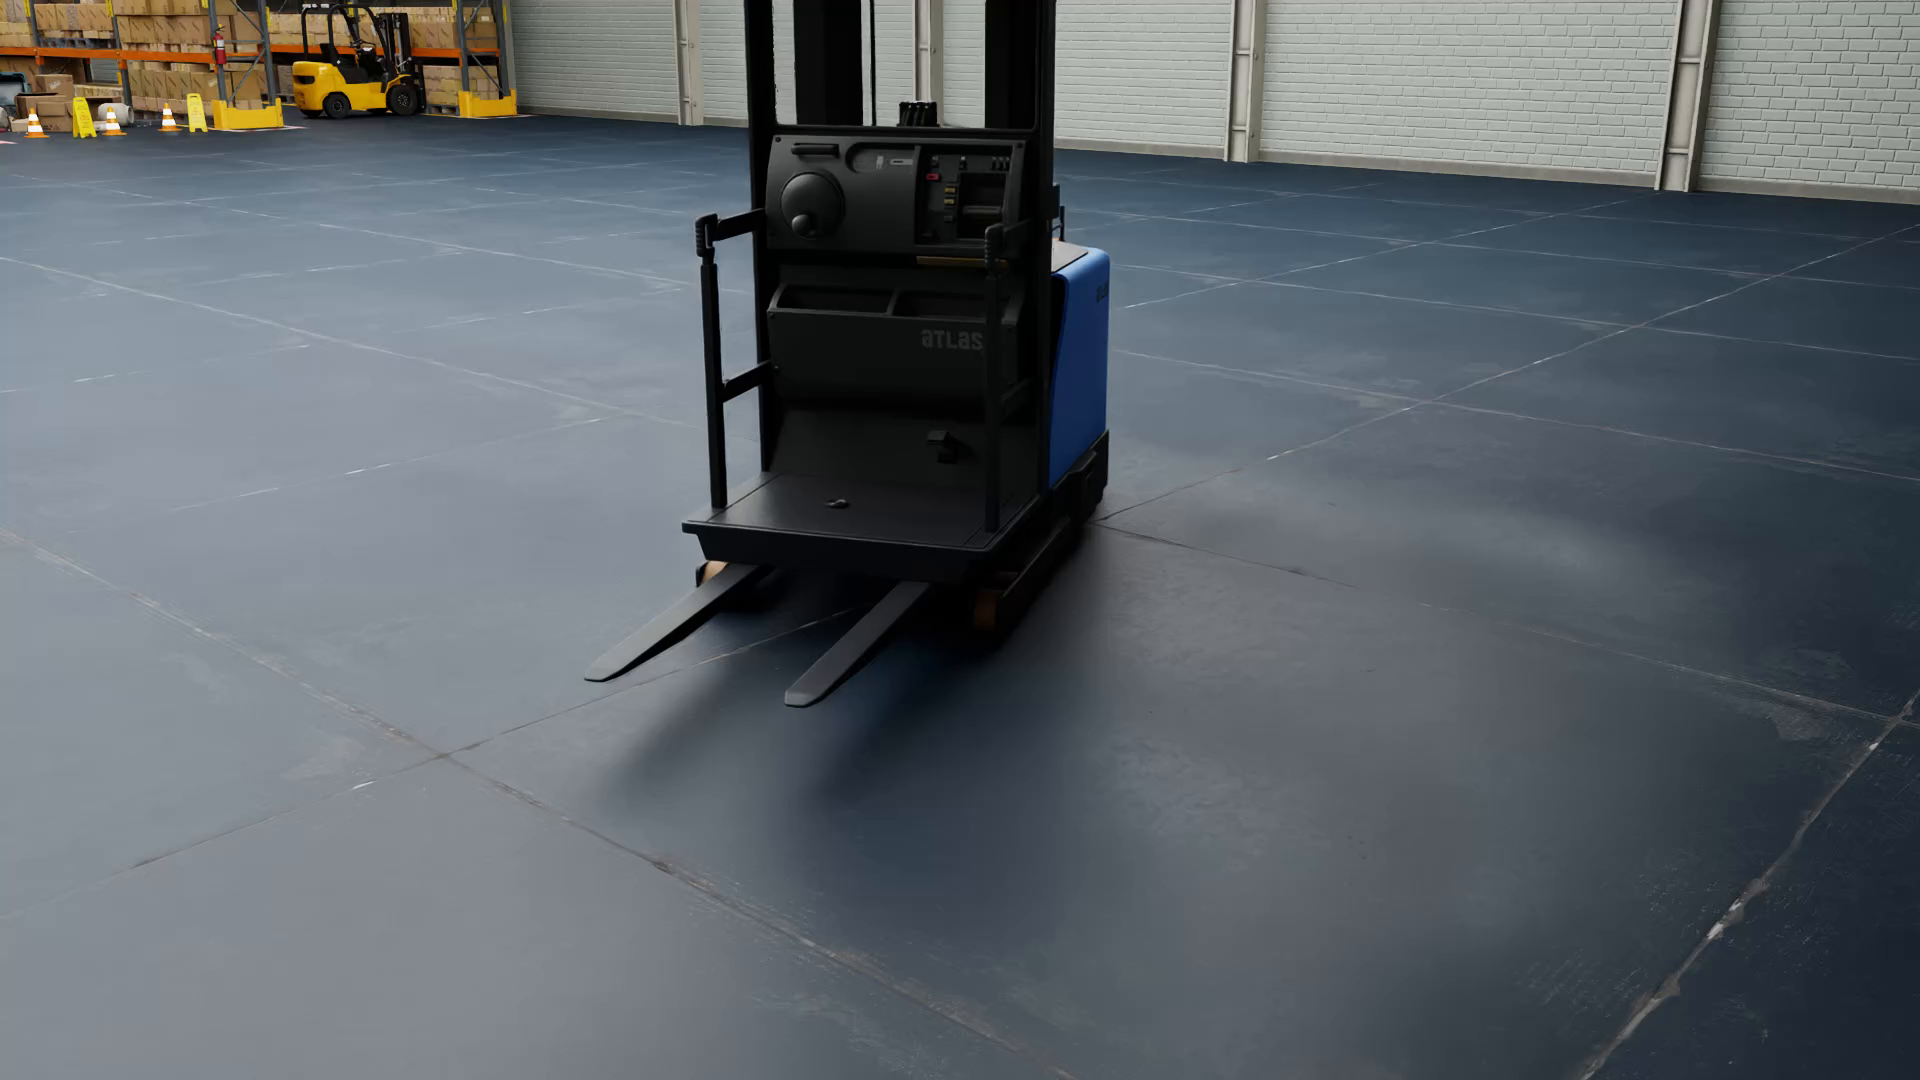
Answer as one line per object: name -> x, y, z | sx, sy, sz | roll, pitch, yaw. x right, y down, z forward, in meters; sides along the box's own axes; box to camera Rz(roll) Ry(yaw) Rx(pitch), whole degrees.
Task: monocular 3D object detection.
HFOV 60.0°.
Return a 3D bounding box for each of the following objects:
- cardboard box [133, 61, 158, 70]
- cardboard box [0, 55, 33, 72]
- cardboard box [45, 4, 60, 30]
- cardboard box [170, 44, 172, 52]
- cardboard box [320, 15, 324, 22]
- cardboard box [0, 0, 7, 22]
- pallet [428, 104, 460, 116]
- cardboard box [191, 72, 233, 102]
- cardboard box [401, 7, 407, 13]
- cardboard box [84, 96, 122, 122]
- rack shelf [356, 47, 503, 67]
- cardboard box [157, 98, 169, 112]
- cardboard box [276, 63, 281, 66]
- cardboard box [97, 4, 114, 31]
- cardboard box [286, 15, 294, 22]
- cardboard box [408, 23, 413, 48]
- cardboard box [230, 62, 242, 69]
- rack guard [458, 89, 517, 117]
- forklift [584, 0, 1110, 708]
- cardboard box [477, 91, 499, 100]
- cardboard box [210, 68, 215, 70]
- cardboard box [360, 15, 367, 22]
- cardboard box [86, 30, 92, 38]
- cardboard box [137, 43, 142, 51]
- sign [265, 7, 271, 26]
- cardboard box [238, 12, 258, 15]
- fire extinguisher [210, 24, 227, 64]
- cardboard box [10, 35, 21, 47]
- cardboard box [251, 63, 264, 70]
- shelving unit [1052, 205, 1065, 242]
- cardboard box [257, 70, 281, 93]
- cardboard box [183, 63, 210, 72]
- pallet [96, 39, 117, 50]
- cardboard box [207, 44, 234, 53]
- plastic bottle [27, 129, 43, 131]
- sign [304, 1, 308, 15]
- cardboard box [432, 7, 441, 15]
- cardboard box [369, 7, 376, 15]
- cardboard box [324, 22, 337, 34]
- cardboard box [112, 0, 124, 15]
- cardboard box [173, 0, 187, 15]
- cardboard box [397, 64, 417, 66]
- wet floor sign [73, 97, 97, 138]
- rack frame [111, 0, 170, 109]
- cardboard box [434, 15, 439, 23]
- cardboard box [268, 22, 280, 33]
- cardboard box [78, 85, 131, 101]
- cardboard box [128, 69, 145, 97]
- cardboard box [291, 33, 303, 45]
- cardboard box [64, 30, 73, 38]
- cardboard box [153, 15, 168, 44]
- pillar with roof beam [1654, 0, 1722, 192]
cardboard box -> -15.540, -9.059, 31.738 | 0.250, 0.149, 0.380 | 15, 23, 40
cardboard box -> -20.642, -10.229, 36.703 | 0.875, 0.875, 0.875 | 16, 24, 41
cardboard box -> -18.270, -10.668, 33.918 | 0.500, 0.500, 0.500 | 17, 24, 42
cardboard box -> -14.416, -9.137, 30.857 | 0.250, 0.149, 0.380 | 15, 23, 39
cardboard box -> -13.759, -11.419, 36.396 | 0.250, 0.149, 0.380 | 14, 23, 38
cardboard box -> -20.164, -11.296, 35.428 | 0.500, 0.500, 0.500 | 15, 23, 39
pallet -> -10.172, -8.857, 34.171 | 1.213, 0.211, 1.003 | 15, 23, 39
cardboard box -> -13.636, -8.267, 30.314 | 0.500, 0.500, 0.500 | 15, 23, 40
cardboard box -> -11.308, -10.926, 34.351 | 0.250, 0.149, 0.380 | 15, 23, 39
cardboard box -> -15.958, -8.008, 31.015 | 0.500, 0.500, 0.500 | -3, 18, -8
rack shelf -> -11.068, -10.101, 34.669 | 4.000, 0.370, 1.077 | 15, 23, 39
cardboard box -> -14.788, -8.221, 31.408 | 0.500, 0.250, 0.500 | 15, 23, 39
cardboard box -> -15.920, -11.201, 39.312 | 0.250, 0.149, 0.380 | 16, 24, 41
cardboard box -> -16.354, -10.152, 32.290 | 0.500, 0.500, 0.500 | 15, 23, 38
cardboard box -> -14.899, -11.726, 37.363 | 0.250, 0.149, 0.380 | 15, 23, 40
cardboard box -> -11.263, -10.437, 34.373 | 0.500, 0.500, 0.500 | 15, 23, 40
cardboard box -> -17.216, -11.342, 39.756 | 0.250, 0.149, 0.380 | 15, 23, 39
rack guard -> -9.554, -8.846, 33.658 | 0.348, 0.500, 1.175 | 15, 23, 39
forklift -> -0.288, -1.205, 5.562 | 1.130, 2.935, 3.031 | 5, 18, 16
cardboard box -> -9.810, -9.075, 34.098 | 0.500, 0.250, 0.500 | 15, 23, 39
cardboard box -> -17.930, -11.208, 40.406 | 0.500, 0.500, 0.500 | 15, 23, 39
cardboard box -> -12.500, -11.079, 35.324 | 0.250, 0.149, 0.380 | 15, 23, 38
cardboard box -> -17.019, -9.994, 32.864 | 0.250, 0.149, 0.380 | 15, 23, 40
cardboard box -> -15.391, -9.380, 31.626 | 0.250, 0.149, 0.380 | 15, 23, 39
sign -> -12.504, -9.454, 30.010 | 0.005, 0.325, 0.100 | 15, 23, 39
cardboard box -> -16.899, -12.184, 39.178 | 0.637, 0.503, 0.797 | 14, 23, 38
fire extinguisher -> -13.084, -8.754, 29.365 | 0.183, 0.674, 0.296 | 15, 23, 39
cardboard box -> -19.791, -10.595, 35.285 | 0.500, 0.250, 0.500 | 16, 23, 40
cardboard box -> -16.318, -11.056, 38.856 | 0.250, 0.149, 0.380 | 14, 22, 36
shelving unit -> 0.178, -0.868, 7.354 | 0.503, 1.200, 0.258 | 5, 17, 16
cardboard box -> -16.015, -10.693, 38.786 | 0.500, 0.500, 0.500 | 16, 24, 41
cardboard box -> -13.956, -8.635, 30.400 | 0.250, 0.149, 0.380 | 16, 24, 41
pallet -> -16.331, -9.816, 32.901 | 1.213, 0.211, 1.003 | 15, 23, 39
cardboard box -> -13.286, -8.825, 29.876 | 0.250, 0.149, 0.380 | 16, 24, 41
plastic bottle -> -16.210, -7.167, 29.094 | 0.283, 0.061, 0.133 | 7, 19, 21
sign -> -15.190, -12.326, 38.579 | 0.005, 0.325, 0.100 | 15, 23, 39
cardboard box -> -10.399, -10.654, 33.494 | 0.250, 0.149, 0.380 | 16, 23, 40
cardboard box -> -12.255, -11.185, 35.166 | 0.250, 0.149, 0.380 | 15, 23, 40
cardboard box -> -13.490, -11.154, 36.222 | 0.500, 0.250, 0.500 | 14, 23, 38
cardboard box -> -15.671, -10.250, 31.641 | 0.500, 0.500, 0.700 | 15, 23, 39
cardboard box -> -13.765, -9.741, 30.036 | 0.500, 0.500, 0.700 | 15, 23, 40
cardboard box -> -11.655, -9.841, 34.860 | 0.500, 0.250, 0.500 | 16, 24, 41
wet floor sign -> -14.738, -7.098, 27.911 | 0.232, 0.644, 0.267 | 11, 20, 30
rack frame -> -15.856, -9.721, 32.285 | 0.127, 3.000, 1.000 | 15, 23, 39
cardboard box -> -10.382, -10.516, 33.550 | 0.250, 0.149, 0.380 | 16, 23, 40
cardboard box -> -15.403, -11.665, 37.831 | 0.500, 0.250, 0.500 | 15, 23, 39
cardboard box -> -17.311, -9.057, 33.840 | 0.625, 0.372, 0.950 | 16, 24, 41
cardboard box -> -15.594, -8.789, 31.958 | 0.500, 0.500, 0.500 | 16, 24, 42
cardboard box -> -14.623, -11.229, 37.282 | 0.500, 0.250, 0.500 | 14, 22, 38
cardboard box -> -17.941, -10.277, 33.758 | 0.380, 0.149, 0.250 | -17, 24, -42
cardboard box -> -14.563, -9.463, 30.814 | 0.500, 0.500, 0.500 | 15, 23, 40
pillar with roof beam -> 5.598, -7.452, 15.218 | 0.400, 9.000, 9.100 | 15, 23, 39
